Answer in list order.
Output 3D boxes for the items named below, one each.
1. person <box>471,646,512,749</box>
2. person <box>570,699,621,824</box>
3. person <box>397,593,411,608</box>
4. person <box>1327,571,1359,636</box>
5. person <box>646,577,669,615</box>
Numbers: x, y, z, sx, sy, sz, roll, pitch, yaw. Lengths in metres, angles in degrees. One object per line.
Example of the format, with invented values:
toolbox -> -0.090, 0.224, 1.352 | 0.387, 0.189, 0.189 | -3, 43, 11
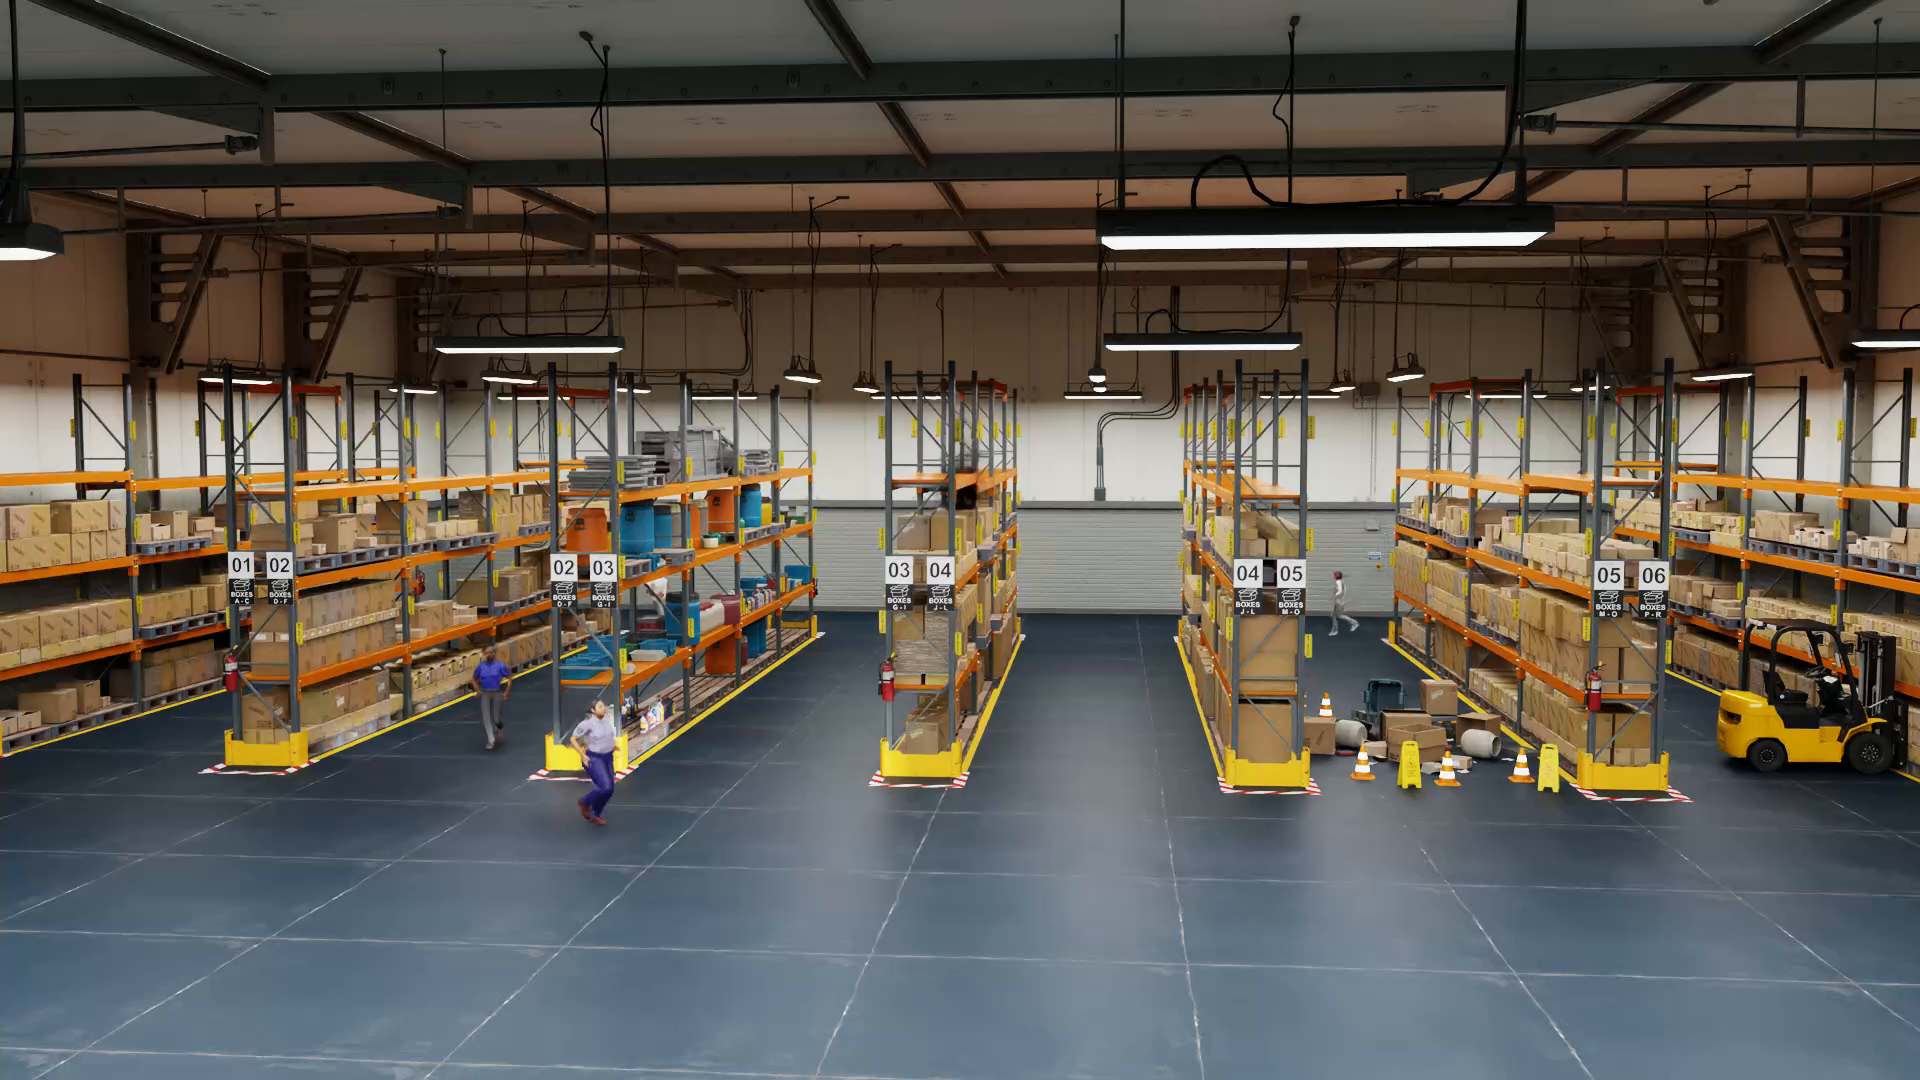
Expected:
person -> -7.394, 2.470, 26.260 | 0.621, 1.607, 0.576 | -1, 4, -8
person -> -4.547, 2.815, 21.077 | 0.537, 1.606, 0.606 | 2, 4, 29
person -> -11.342, 1.920, 34.142 | 0.559, 1.716, 0.698 | 0, 4, 6
person -> 9.315, 1.553, 40.437 | 0.763, 1.599, 0.520 | 1, 4, 17
person -> -7.391, 1.444, 40.949 | 0.707, 1.712, 0.601 | -3, 5, -36
